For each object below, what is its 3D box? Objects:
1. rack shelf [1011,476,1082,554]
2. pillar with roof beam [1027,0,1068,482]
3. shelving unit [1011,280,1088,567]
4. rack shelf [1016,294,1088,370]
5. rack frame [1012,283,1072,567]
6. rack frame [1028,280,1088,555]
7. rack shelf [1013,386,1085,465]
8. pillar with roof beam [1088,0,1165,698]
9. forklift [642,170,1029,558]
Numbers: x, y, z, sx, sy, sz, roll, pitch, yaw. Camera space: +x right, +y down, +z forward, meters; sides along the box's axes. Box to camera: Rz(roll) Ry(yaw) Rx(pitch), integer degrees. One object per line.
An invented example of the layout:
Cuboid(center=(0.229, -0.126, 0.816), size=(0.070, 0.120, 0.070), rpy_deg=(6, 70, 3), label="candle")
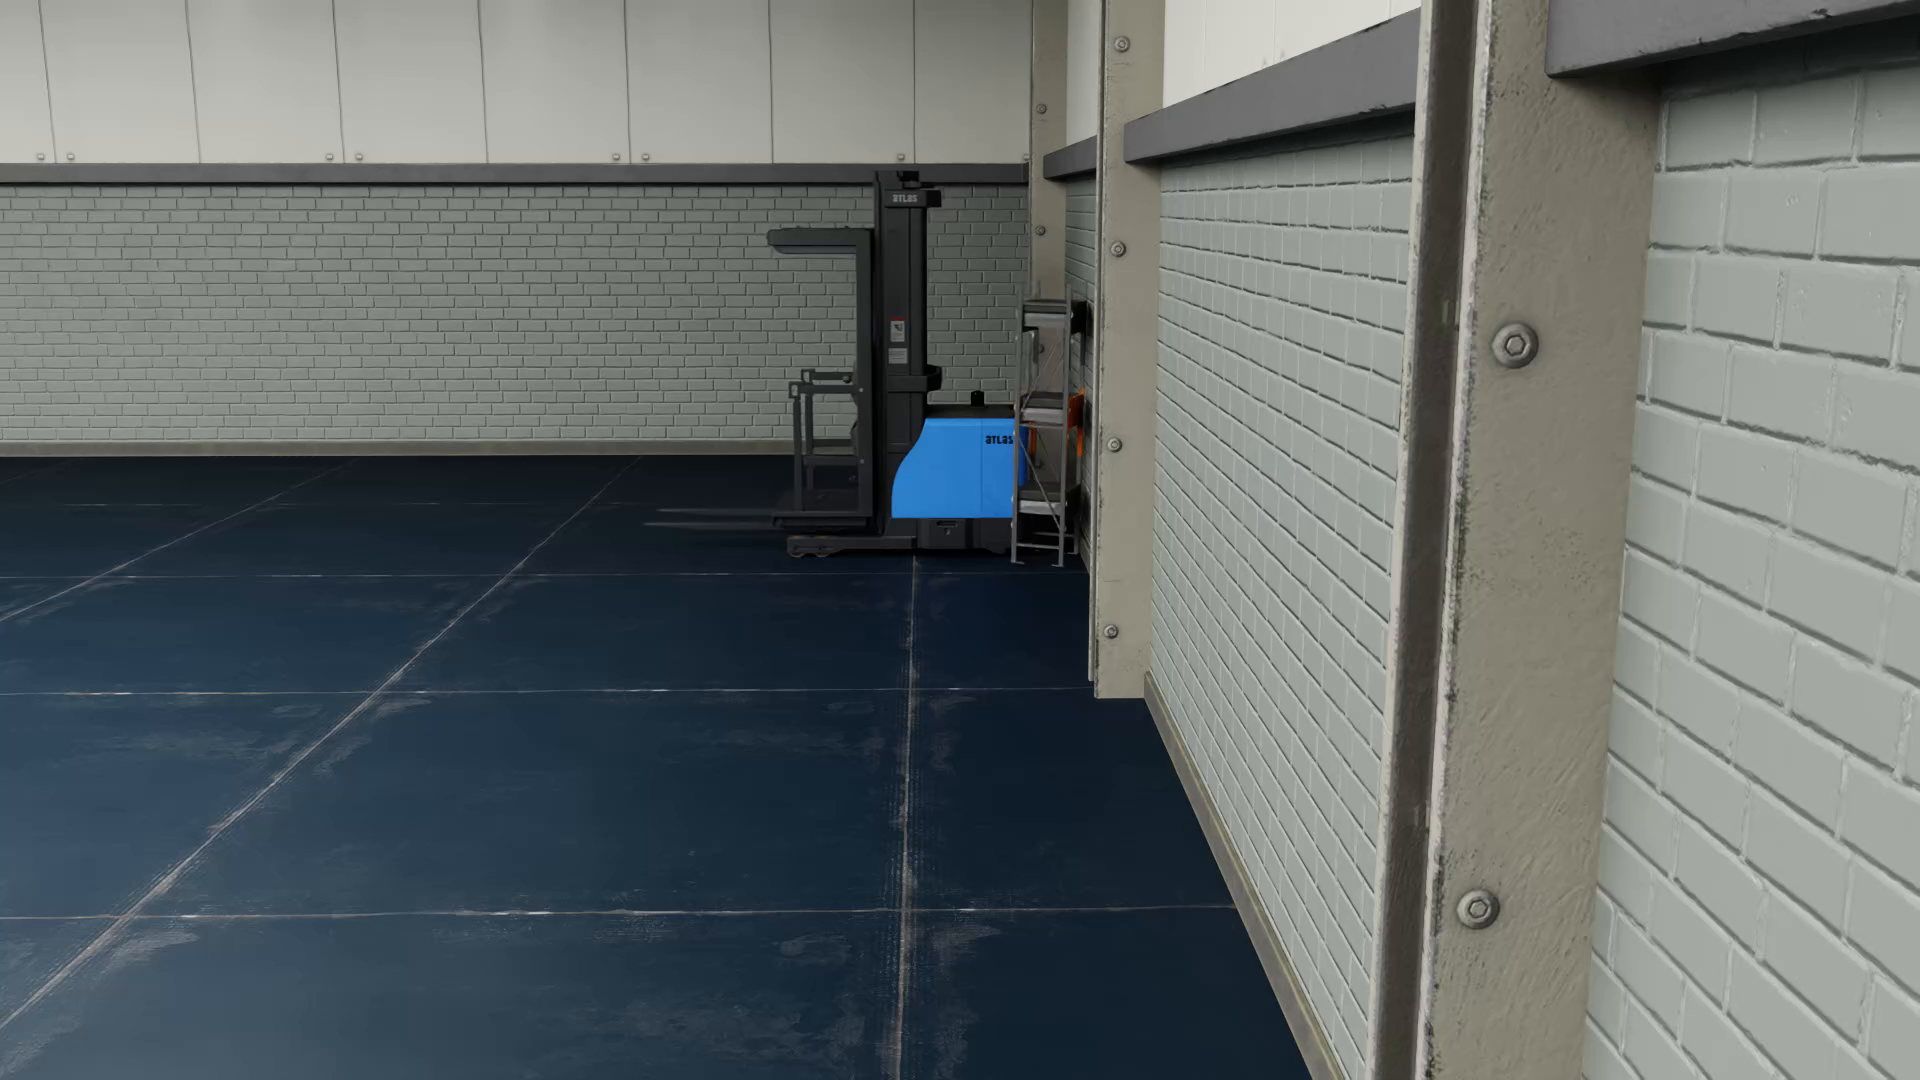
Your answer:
Cuboid(center=(0.664, -0.188, 12.720), size=(0.431, 0.518, 0.480), rpy_deg=(5, 12, 17), label="rack shelf")
Cuboid(center=(-3.527, -4.747, 14.325), size=(9.100, 9.000, 0.400), rpy_deg=(0, 11, -1), label="pillar with roof beam")
Cuboid(center=(0.677, -0.887, 12.578), size=(0.431, 2.100, 0.503), rpy_deg=(5, 12, 17), label="shelving unit")
Cuboid(center=(0.690, -1.559, 12.442), size=(0.431, 0.518, 0.480), rpy_deg=(5, 12, 17), label="rack shelf")
Cuboid(center=(0.603, -0.842, 12.350), size=(0.400, 2.100, 0.015), rpy_deg=(5, 12, 17), label="rack frame")
Cuboid(center=(0.751, -0.932, 12.807), size=(0.400, 2.100, 0.015), rpy_deg=(5, 12, 17), label="rack frame")
Cuboid(center=(0.677, -0.873, 12.581), size=(0.431, 0.518, 0.480), rpy_deg=(5, 12, 17), label="rack shelf")
Cuboid(center=(-3.403, -3.554, 8.446), size=(9.100, 9.000, 0.400), rpy_deg=(0, 11, -1), label="pillar with roof beam")
Cuboid(center=(-0.979, -1.406, 13.117), size=(3.031, 2.935, 1.130), rpy_deg=(0, 11, 0), label="forklift")
